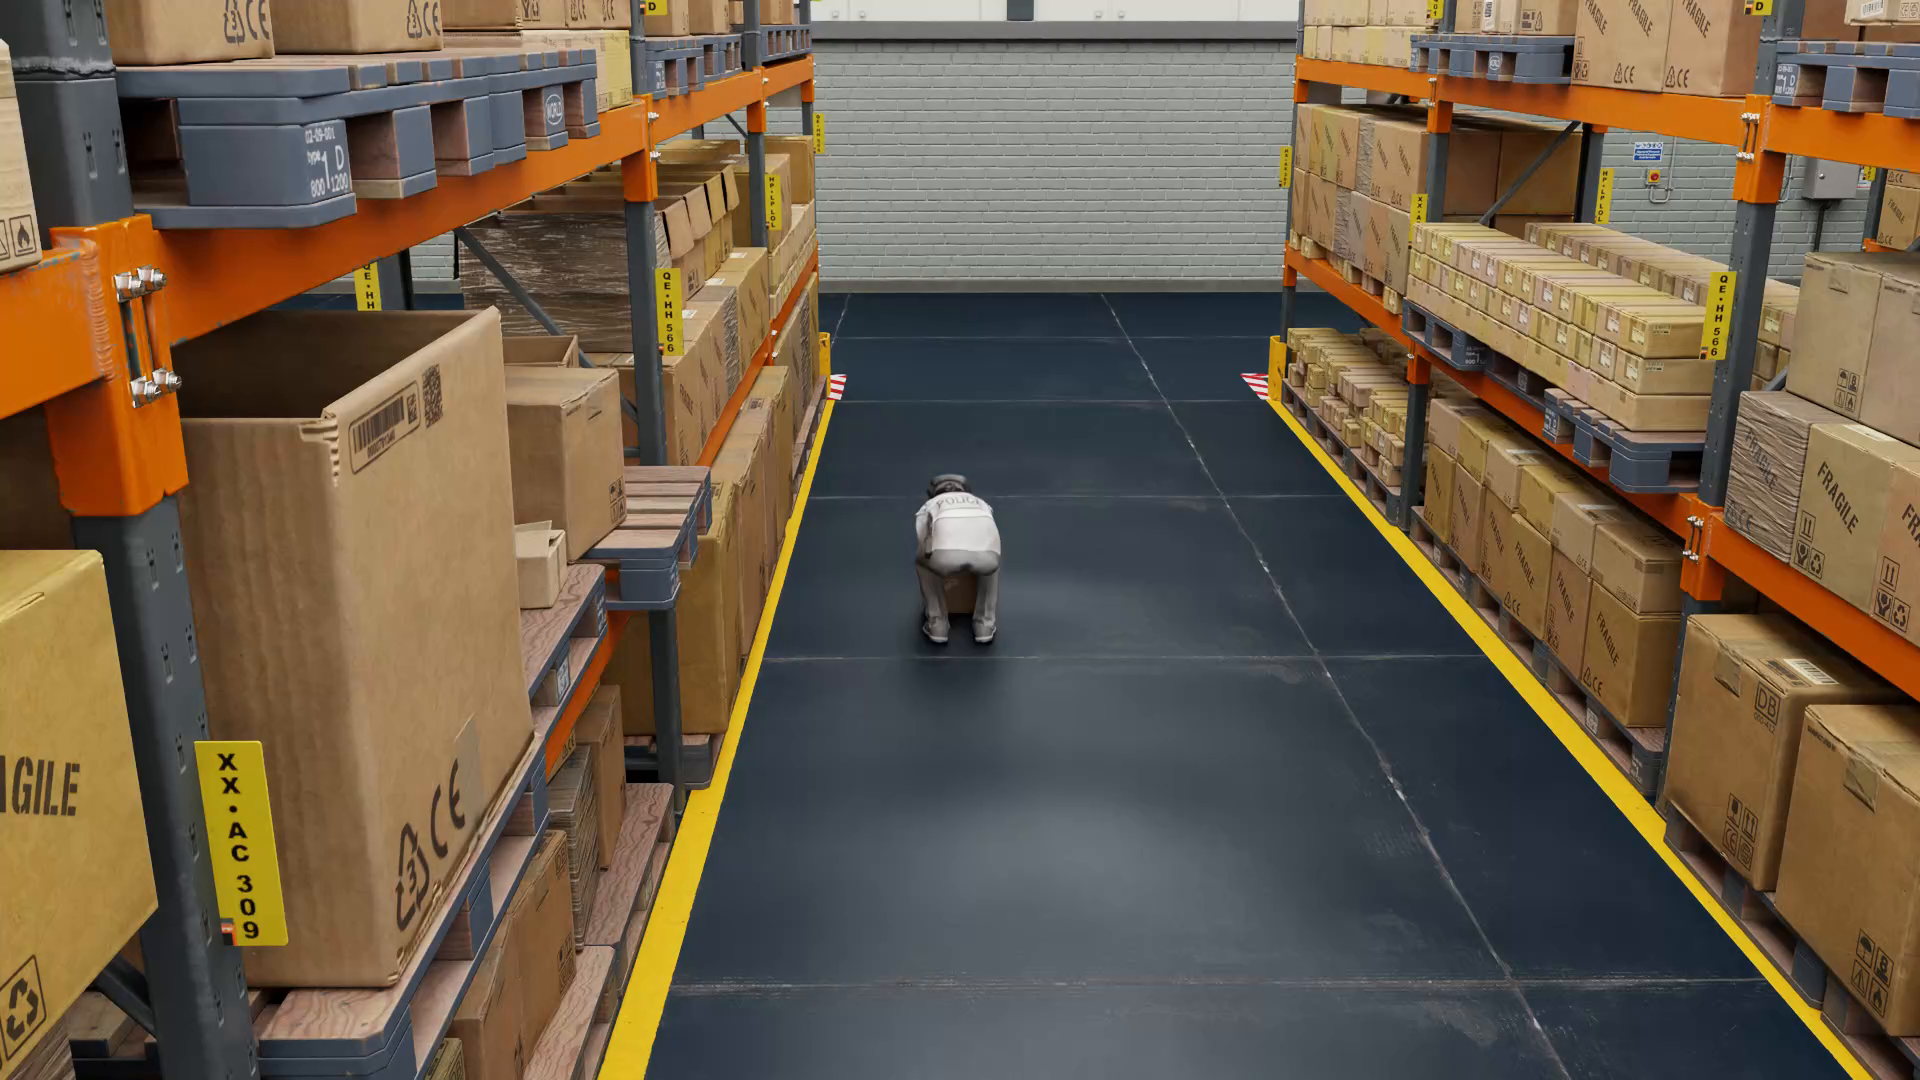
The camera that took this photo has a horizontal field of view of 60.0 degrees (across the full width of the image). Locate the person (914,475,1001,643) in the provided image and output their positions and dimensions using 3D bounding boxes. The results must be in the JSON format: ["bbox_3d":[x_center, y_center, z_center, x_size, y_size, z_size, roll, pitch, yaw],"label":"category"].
[{"bbox_3d":[-0.011,0.107,8.778,0.456,0.761,0.915,-1,17,-3],"label":"person"}]
